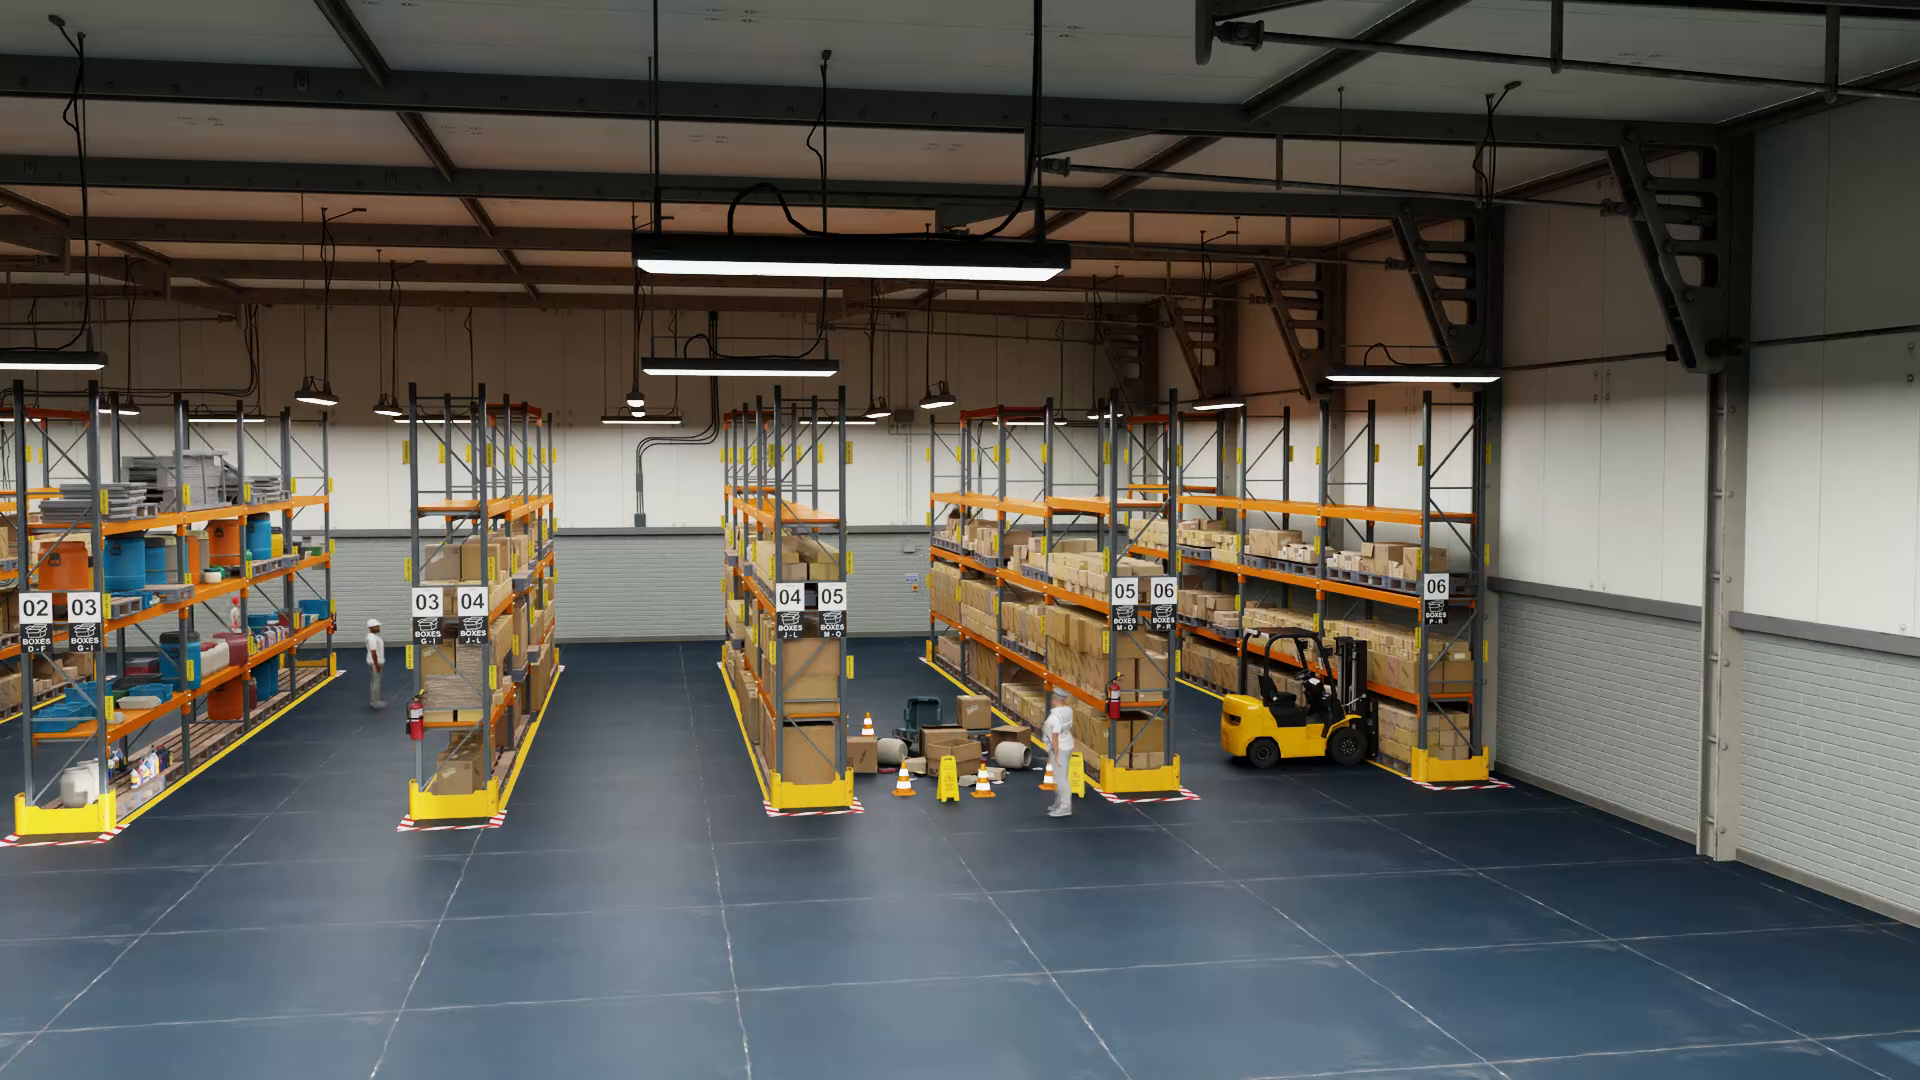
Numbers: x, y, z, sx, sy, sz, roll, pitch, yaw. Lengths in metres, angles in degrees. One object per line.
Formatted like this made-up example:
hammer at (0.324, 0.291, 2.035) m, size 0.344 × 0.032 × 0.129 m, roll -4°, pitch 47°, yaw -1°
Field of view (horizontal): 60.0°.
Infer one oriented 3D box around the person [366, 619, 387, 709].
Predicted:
person at (-11.578, 2.446, 33.063) m, size 0.491 × 1.766 × 0.591 m, roll -2°, pitch 4°, yaw -35°

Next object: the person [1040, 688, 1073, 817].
person at (1.369, 2.946, 23.176) m, size 0.442 × 1.779 × 0.708 m, roll 1°, pitch 3°, yaw 15°

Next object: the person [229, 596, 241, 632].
person at (-16.427, 2.163, 37.932) m, size 0.590 × 1.773 × 0.468 m, roll 1°, pitch 3°, yaw 27°
